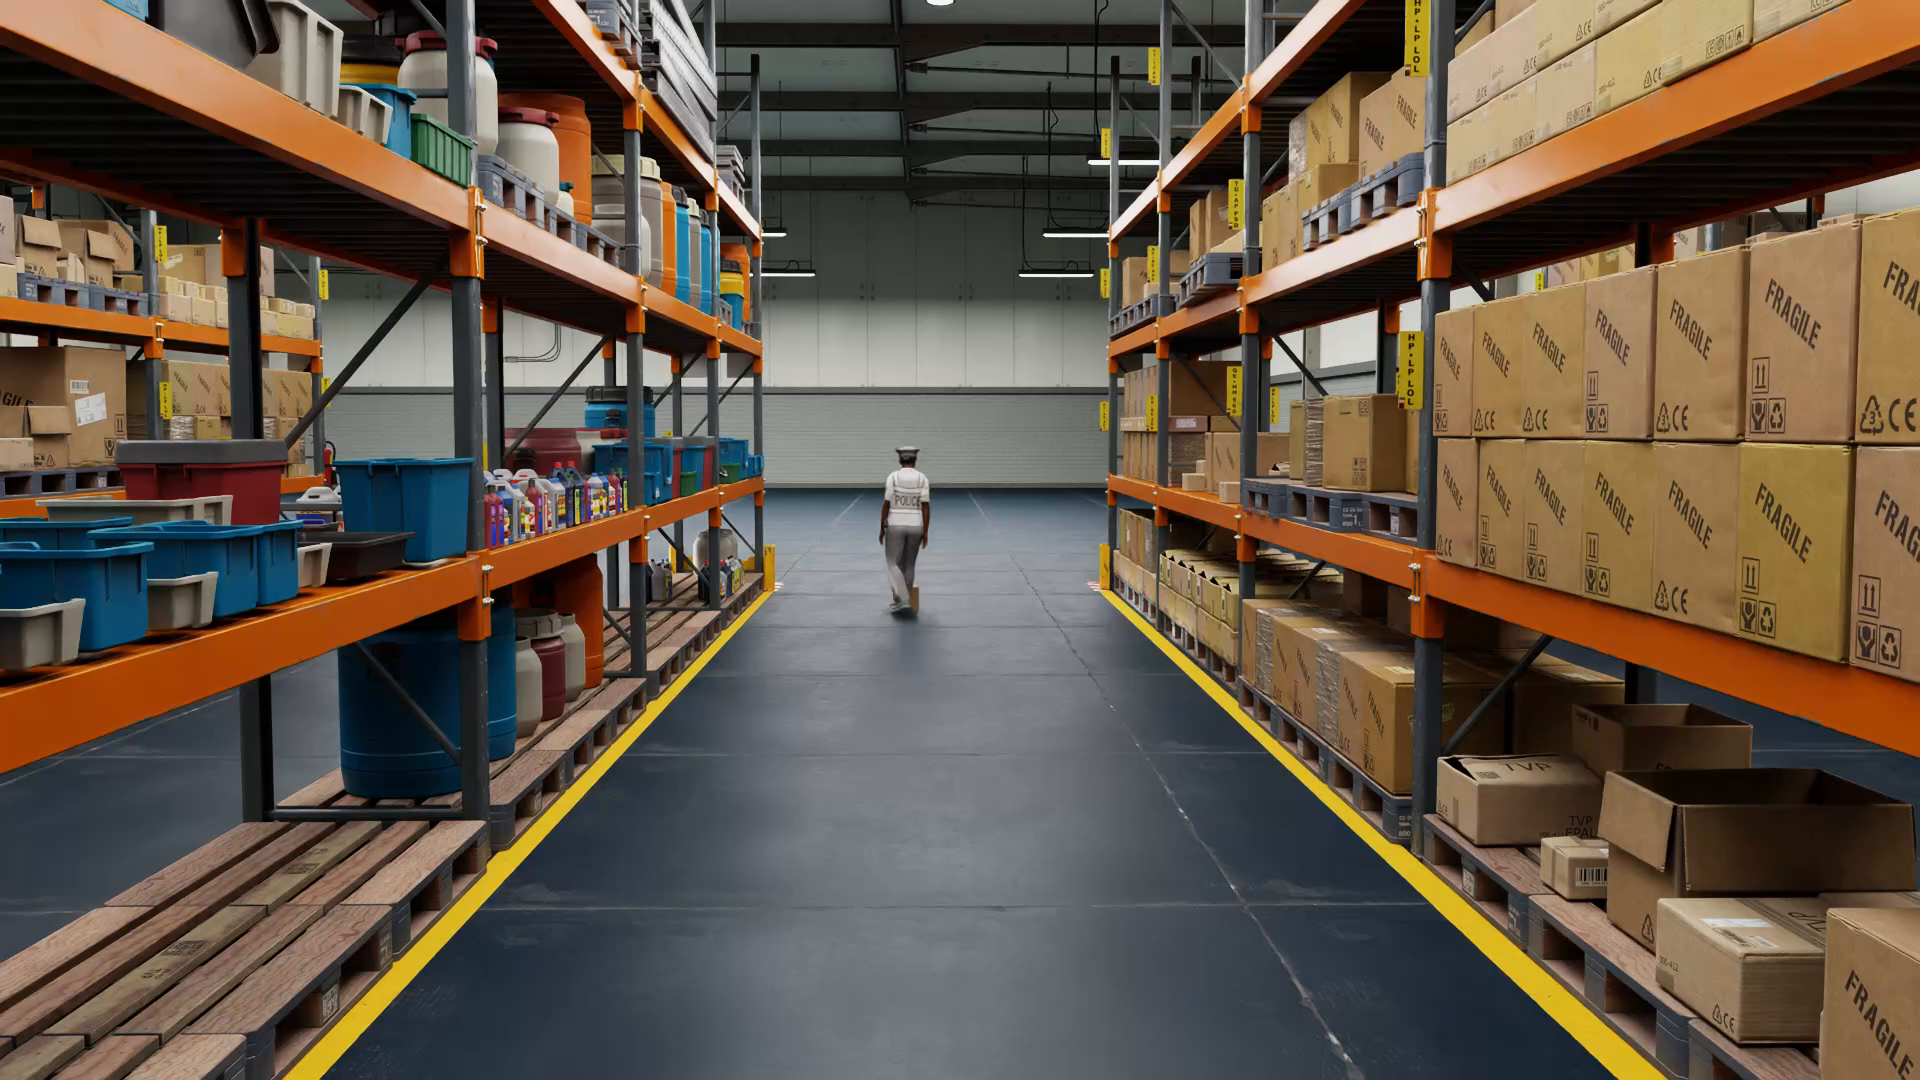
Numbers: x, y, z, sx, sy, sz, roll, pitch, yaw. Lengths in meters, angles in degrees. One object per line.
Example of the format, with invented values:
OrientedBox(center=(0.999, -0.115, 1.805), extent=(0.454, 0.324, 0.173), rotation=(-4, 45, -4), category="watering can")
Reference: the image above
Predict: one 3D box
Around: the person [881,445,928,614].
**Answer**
OrientedBox(center=(-0.544, -0.093, 16.274), extent=(0.471, 1.673, 0.396), rotation=(0, 4, 0), category="person")
